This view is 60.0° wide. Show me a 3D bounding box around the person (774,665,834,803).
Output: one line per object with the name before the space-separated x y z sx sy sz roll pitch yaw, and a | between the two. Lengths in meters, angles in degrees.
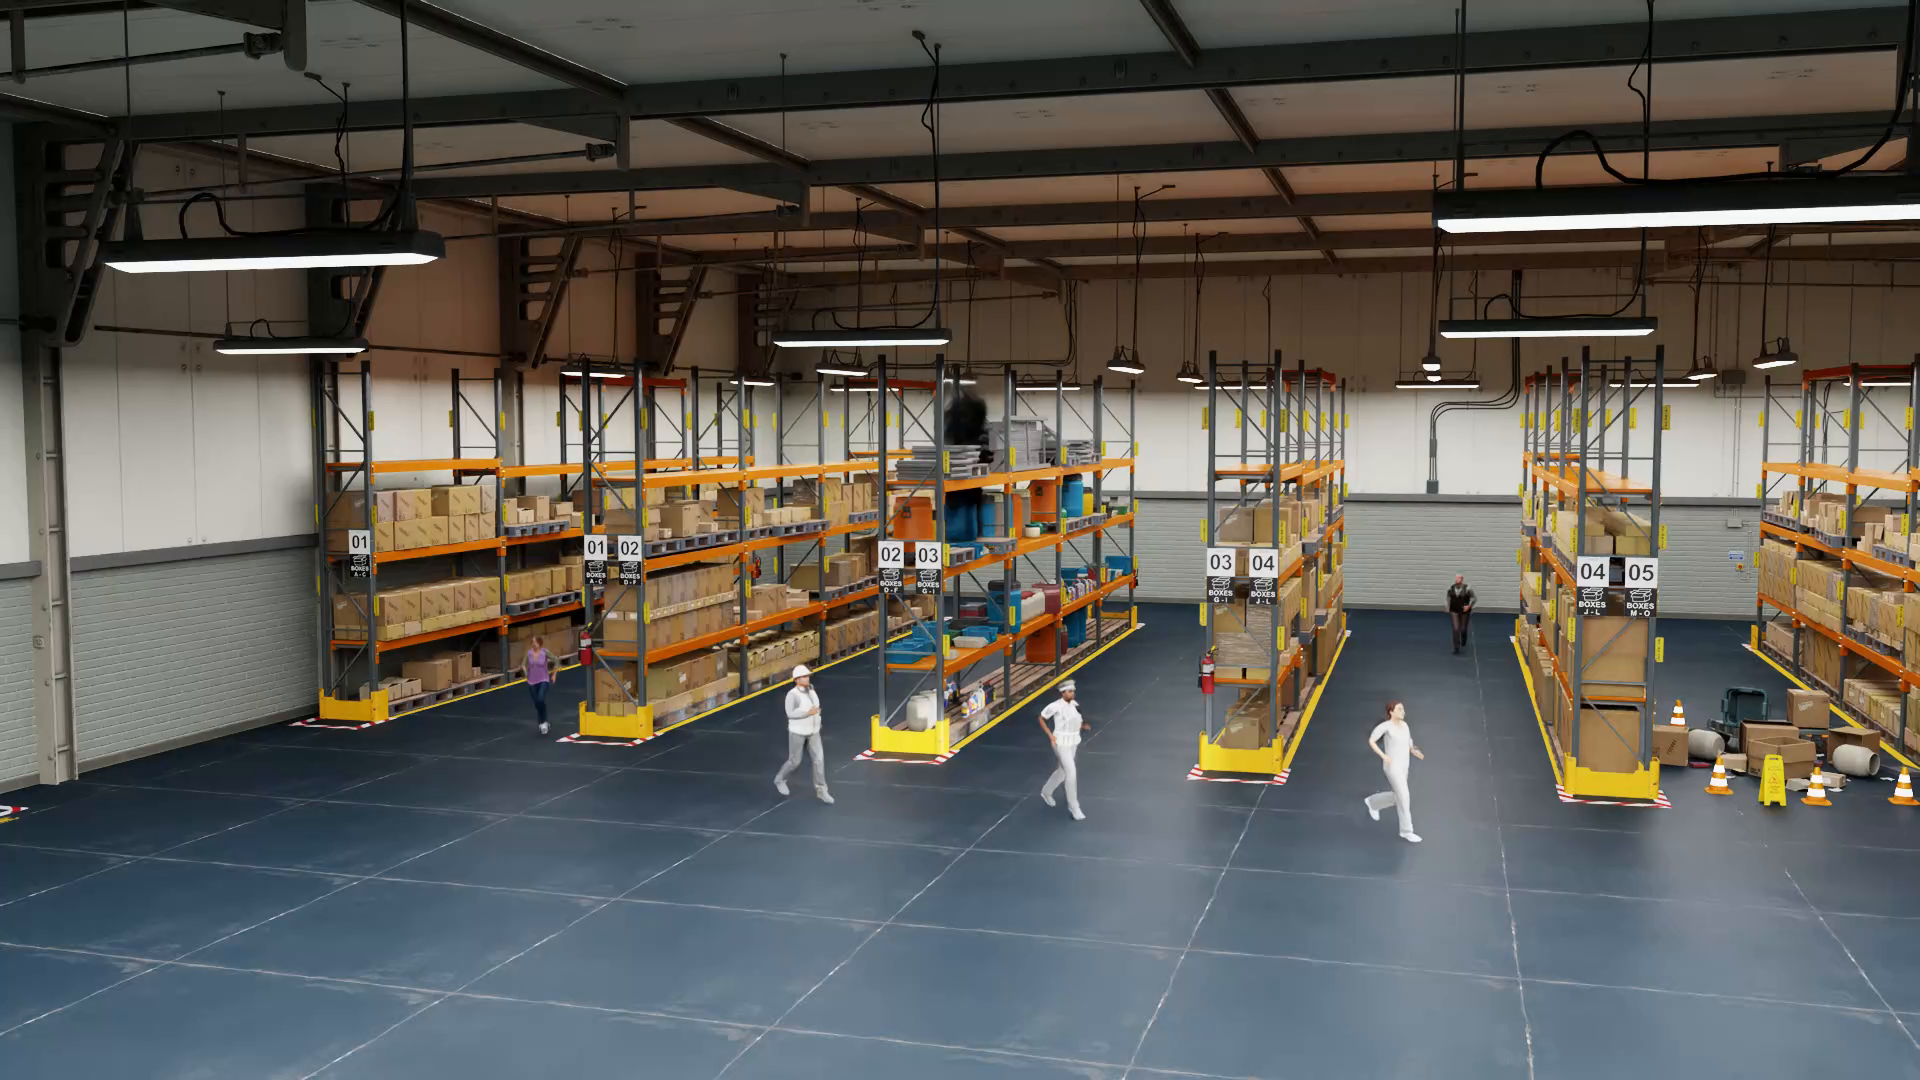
person | -2.051 2.530 21.860 0.952 1.772 0.650 4 5 41

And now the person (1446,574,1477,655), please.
person | 10.845 1.587 36.002 0.662 1.734 0.771 2 5 28

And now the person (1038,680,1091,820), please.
person | 1.337 2.642 21.209 0.805 1.751 0.565 4 6 42

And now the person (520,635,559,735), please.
person | -6.758 2.305 26.689 0.570 1.578 0.722 0 4 7

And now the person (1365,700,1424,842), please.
person | 5.222 2.749 20.079 0.567 1.669 0.879 -3 5 -36
